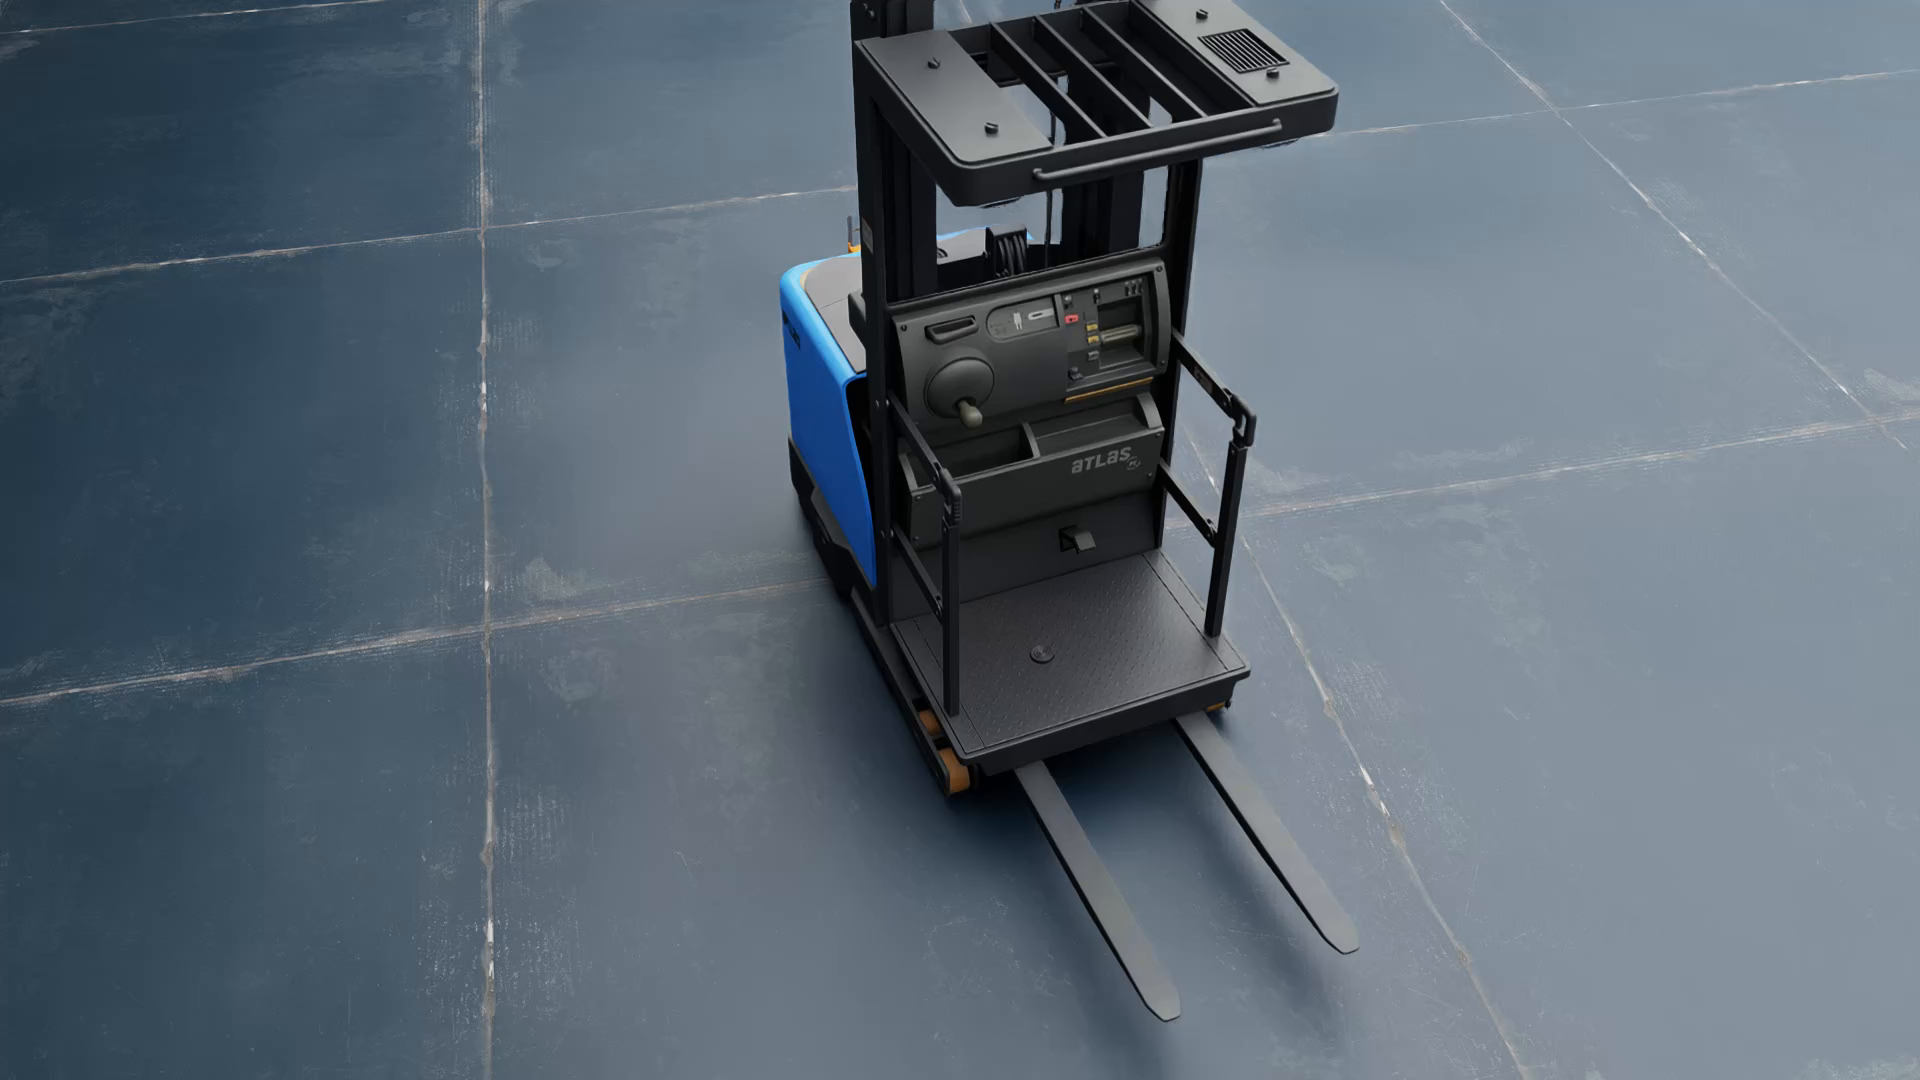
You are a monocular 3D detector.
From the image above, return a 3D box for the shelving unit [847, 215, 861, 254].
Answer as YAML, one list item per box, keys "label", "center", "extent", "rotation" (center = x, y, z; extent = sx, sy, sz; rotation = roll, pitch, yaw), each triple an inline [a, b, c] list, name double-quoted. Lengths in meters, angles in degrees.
- label: "shelving unit"
  center: [-0.310, -0.847, 6.913]
  extent: [0.215, 1.050, 0.252]
  rotation: [-15, 44, -17]

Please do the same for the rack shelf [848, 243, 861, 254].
- label: "rack shelf"
  center: [-0.310, -1.051, 6.732]
  extent: [0.215, 0.259, 0.240]
  rotation: [-15, 44, -17]

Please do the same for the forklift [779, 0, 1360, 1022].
- label: "forklift"
  center: [0.327, -0.541, 5.152]
  extent: [1.130, 2.935, 3.031]
  rotation: [-15, 44, -17]

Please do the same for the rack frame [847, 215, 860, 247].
- label: "rack frame"
  center: [-0.356, -0.922, 6.997]
  extent: [0.200, 1.050, 0.008]
  rotation: [-15, 44, -17]
